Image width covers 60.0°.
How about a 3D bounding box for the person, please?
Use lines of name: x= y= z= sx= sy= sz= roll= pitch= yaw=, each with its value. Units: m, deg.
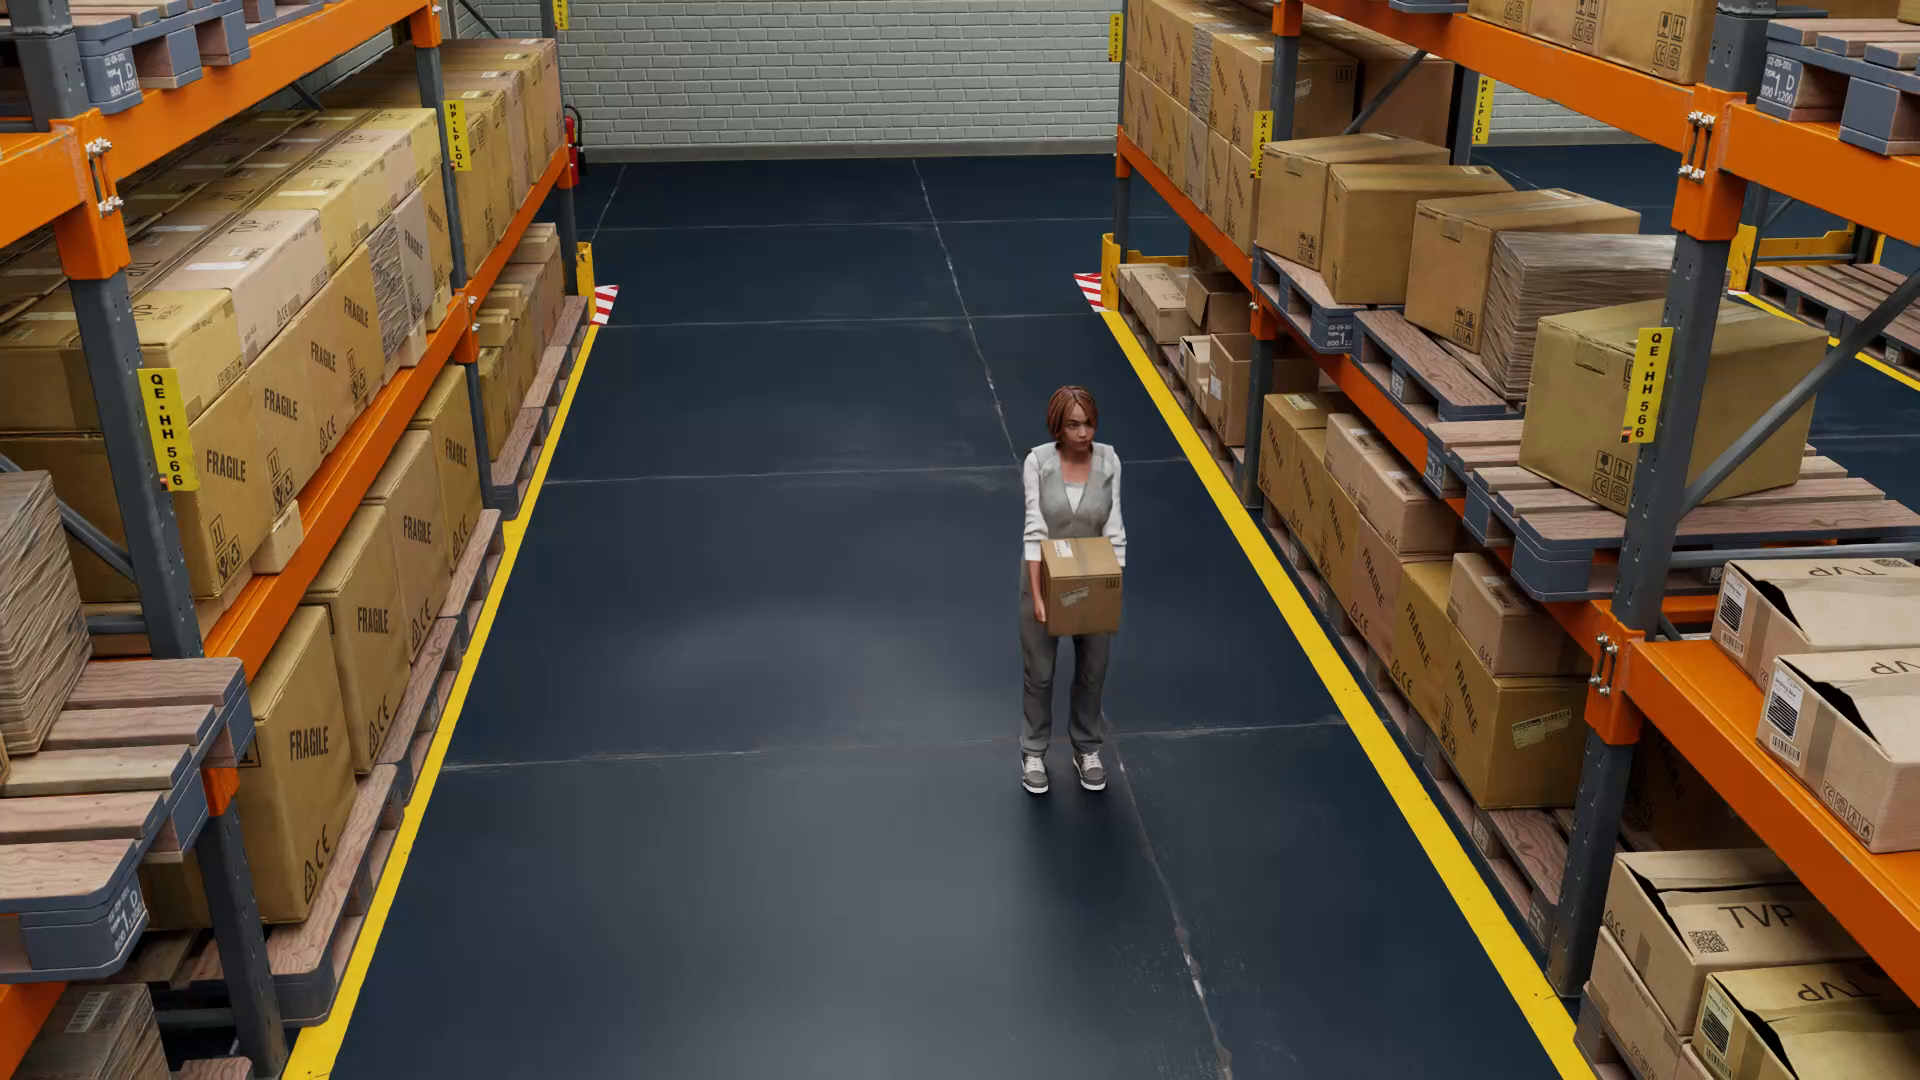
person: x=0.410 y=0.222 z=6.123 sx=0.375 sy=1.600 sz=0.502 roll=-3 pitch=24 yaw=-6
